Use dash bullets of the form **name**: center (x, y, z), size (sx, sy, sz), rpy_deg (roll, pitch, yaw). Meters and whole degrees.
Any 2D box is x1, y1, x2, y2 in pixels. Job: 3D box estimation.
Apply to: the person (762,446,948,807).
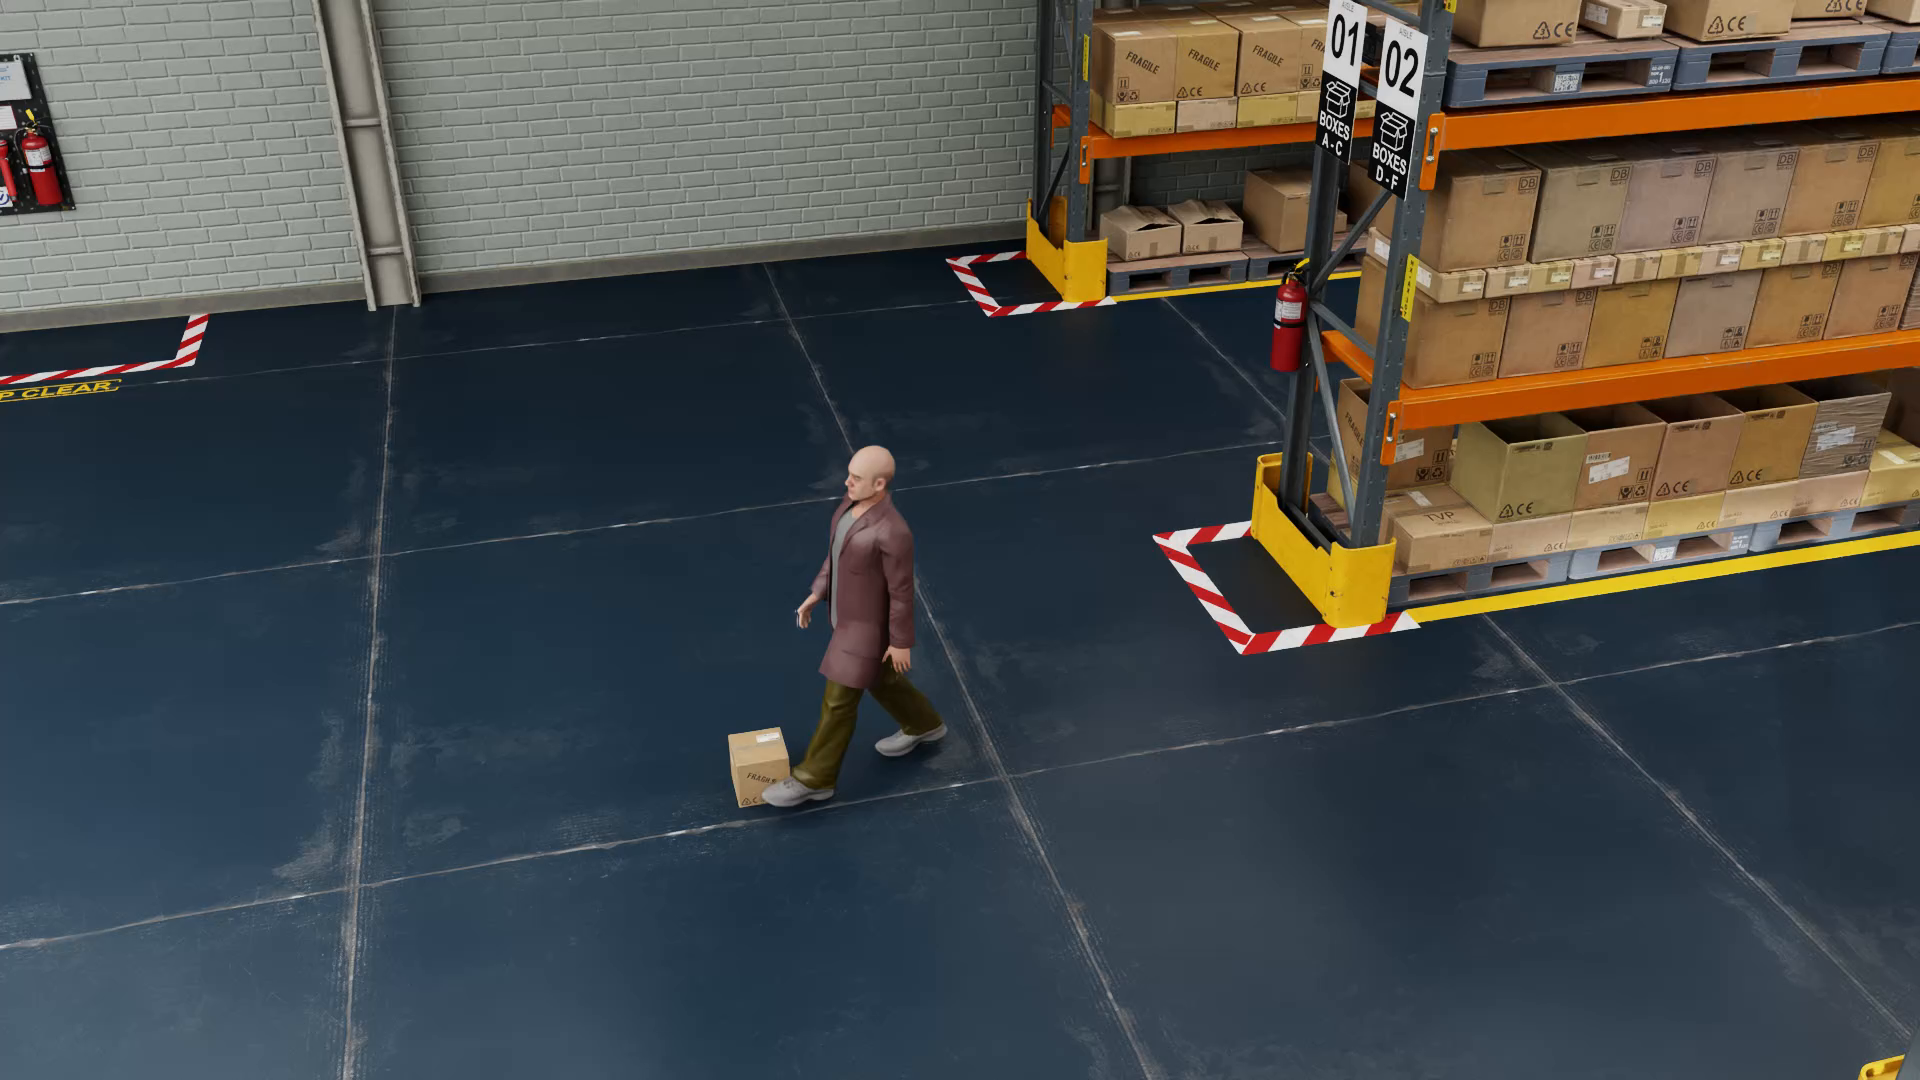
- **person**: center (-0.503, 0.370, 7.626), size (1.005, 1.739, 0.598), rpy_deg (-11, 32, -18)
